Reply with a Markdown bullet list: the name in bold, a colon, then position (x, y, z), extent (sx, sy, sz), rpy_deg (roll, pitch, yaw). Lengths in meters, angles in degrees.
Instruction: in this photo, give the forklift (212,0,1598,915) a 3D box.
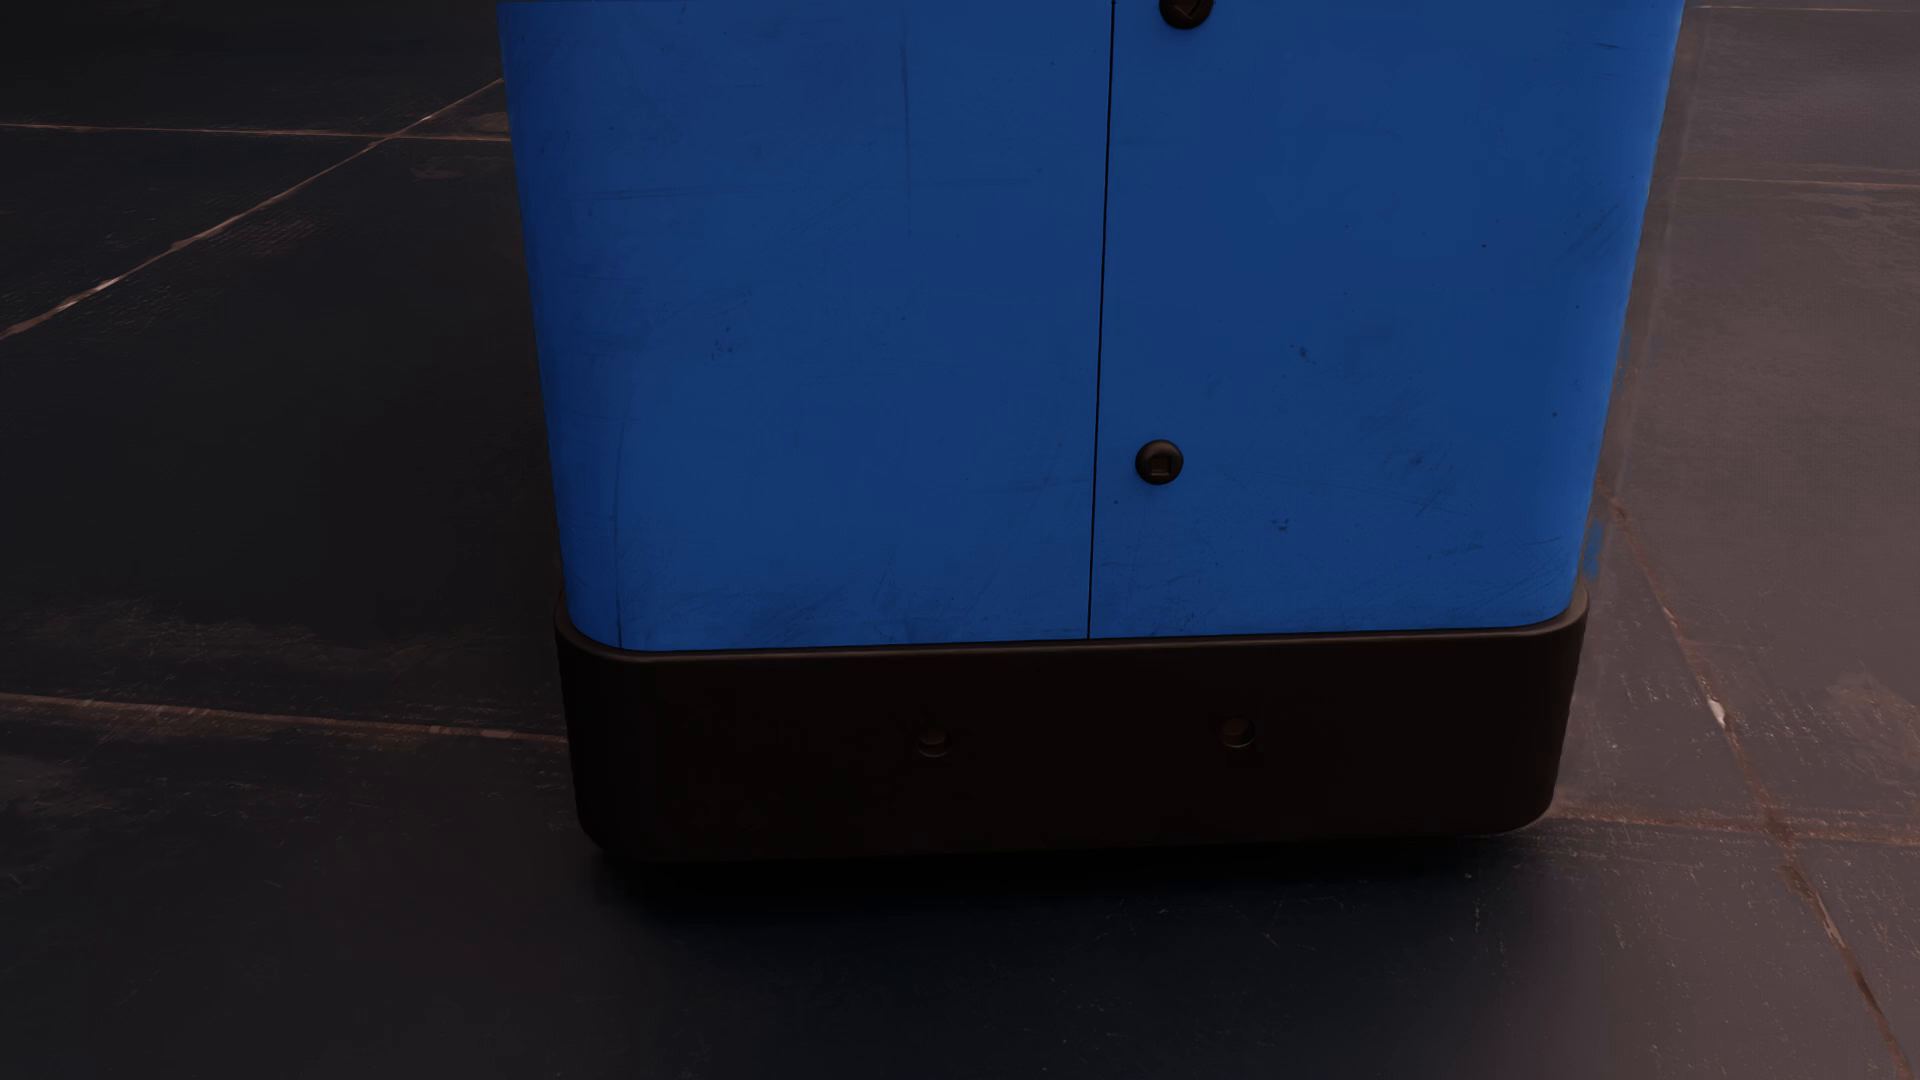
- **forklift**: position (0.407, -1.563, 2.350), extent (1.130, 2.935, 3.031), rpy_deg (15, 30, 28)
